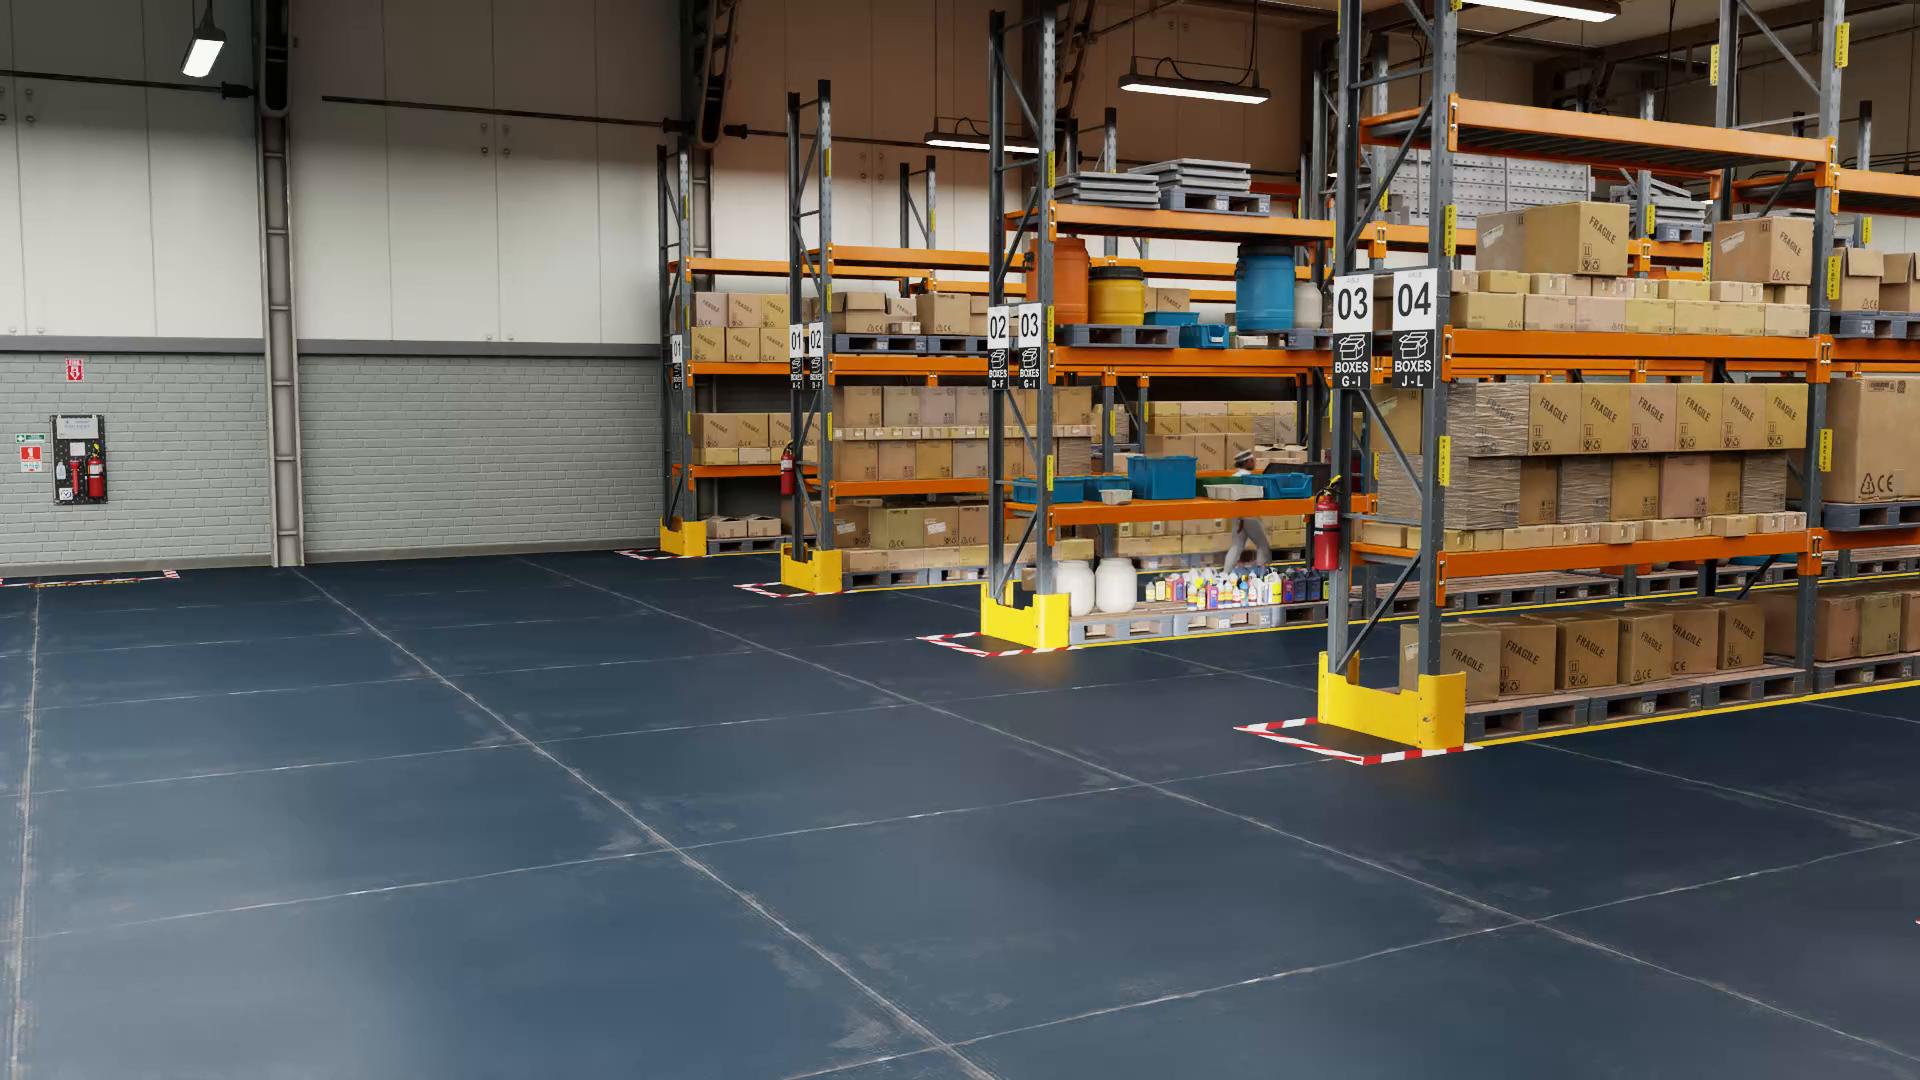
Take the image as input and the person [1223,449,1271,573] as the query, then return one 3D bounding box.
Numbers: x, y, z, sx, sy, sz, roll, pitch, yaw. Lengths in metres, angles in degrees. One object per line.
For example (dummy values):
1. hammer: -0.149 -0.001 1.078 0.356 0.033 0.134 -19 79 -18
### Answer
1. person: 3.535 -0.239 20.160 0.722 1.727 0.445 -1 5 -8
